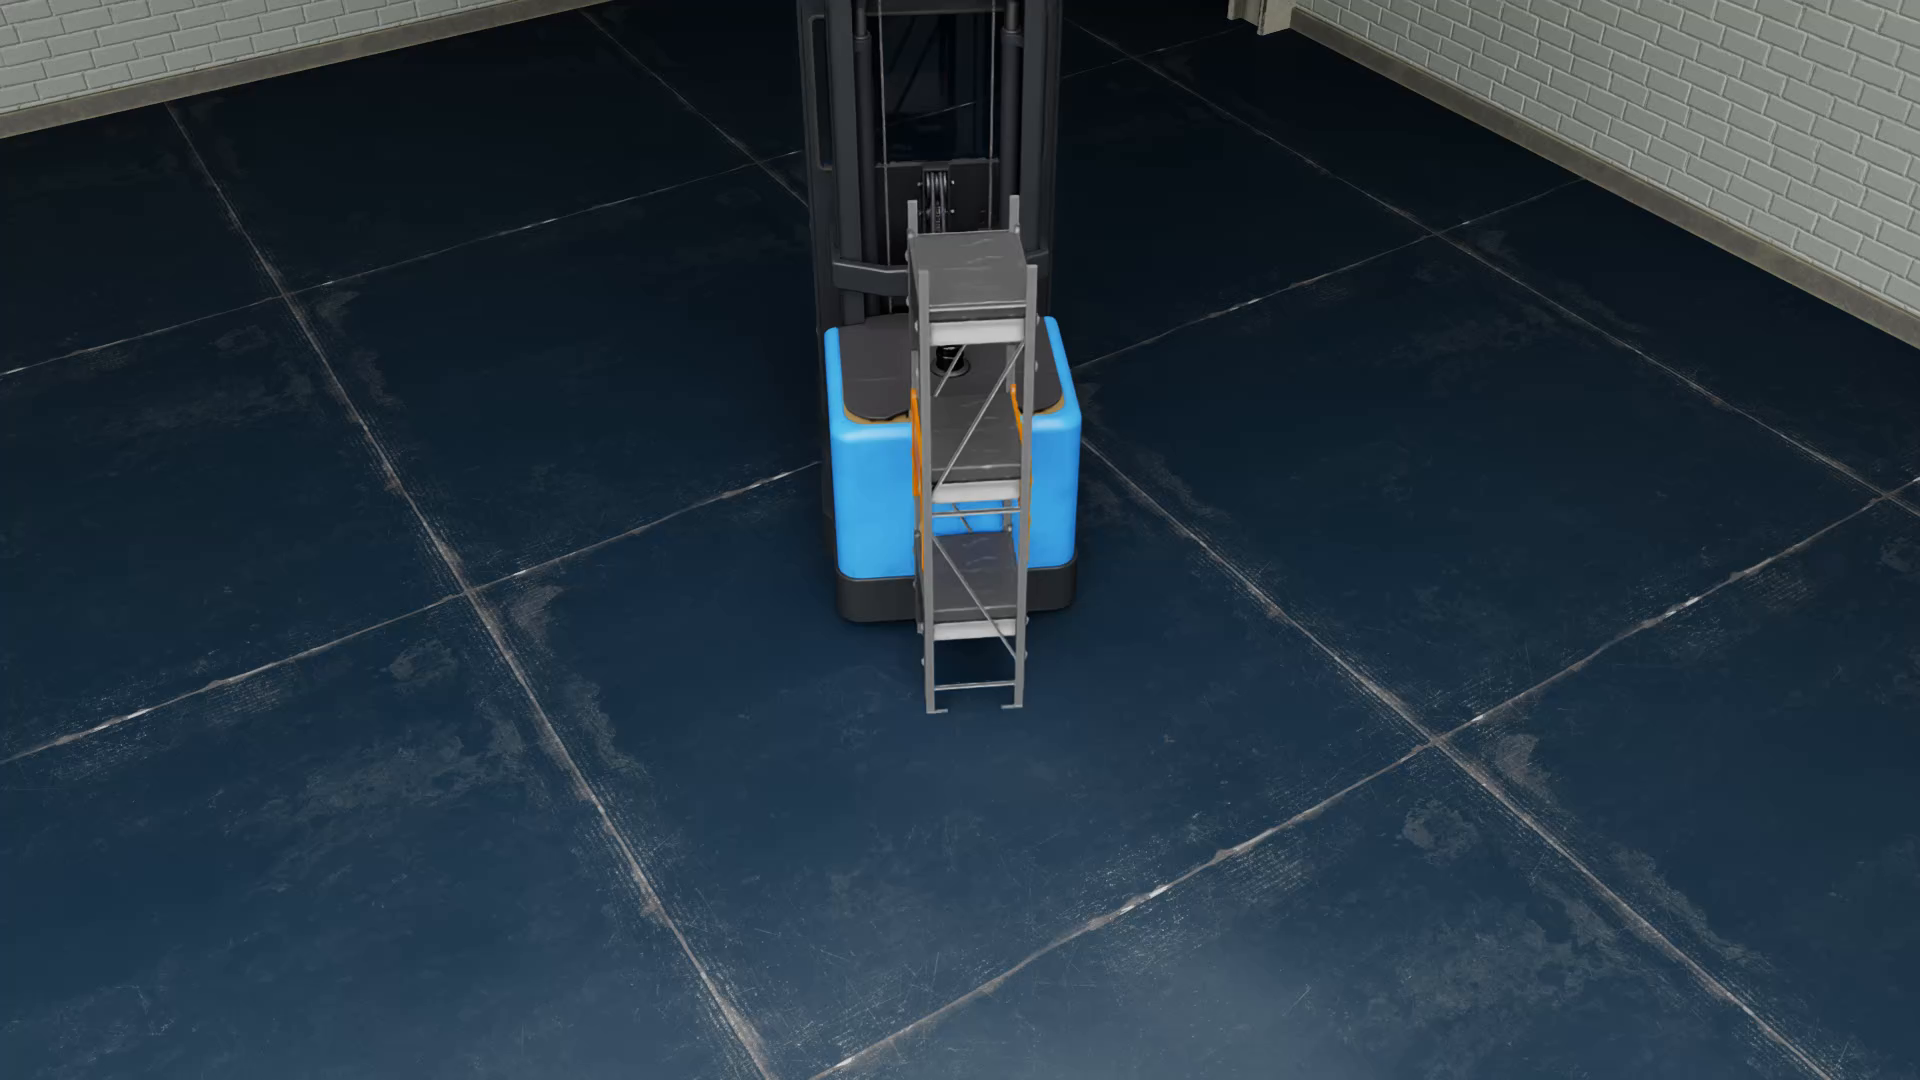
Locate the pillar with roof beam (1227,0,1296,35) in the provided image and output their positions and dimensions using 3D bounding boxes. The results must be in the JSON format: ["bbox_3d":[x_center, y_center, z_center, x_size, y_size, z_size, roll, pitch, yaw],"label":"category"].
[{"bbox_3d":[-1.399,-5.832,7.719,9.100,9.000,0.400,-22,45,-24],"label":"pillar with roof beam"}]

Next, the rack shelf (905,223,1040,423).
[{"bbox_3d":[0.037,-0.783,5.977,0.431,0.518,0.480,-4,40,-4],"label":"rack shelf"}]

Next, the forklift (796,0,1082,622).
[{"bbox_3d":[-0.149,-1.704,7.505,1.130,2.935,3.031,-4,40,-4],"label":"forklift"}]

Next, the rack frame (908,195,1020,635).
[{"bbox_3d":[0.013,-0.411,6.603,0.400,2.100,0.015,-4,40,-4],"label":"rack frame"}]

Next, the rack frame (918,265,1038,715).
[{"bbox_3d":[0.060,-0.100,6.230,0.400,2.100,0.015,-4,40,-4],"label":"rack frame"}]

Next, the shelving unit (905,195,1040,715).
[{"bbox_3d":[0.037,-0.255,6.416,0.431,2.100,0.503,-4,40,-4],"label":"shelving unit"}]

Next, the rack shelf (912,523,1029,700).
[{"bbox_3d":[0.037,0.293,6.873,0.431,0.518,0.480,-4,40,-4],"label":"rack shelf"}]

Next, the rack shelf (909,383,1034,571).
[{"bbox_3d":[0.037,-0.245,6.425,0.431,0.518,0.480,-4,40,-4],"label":"rack shelf"}]
